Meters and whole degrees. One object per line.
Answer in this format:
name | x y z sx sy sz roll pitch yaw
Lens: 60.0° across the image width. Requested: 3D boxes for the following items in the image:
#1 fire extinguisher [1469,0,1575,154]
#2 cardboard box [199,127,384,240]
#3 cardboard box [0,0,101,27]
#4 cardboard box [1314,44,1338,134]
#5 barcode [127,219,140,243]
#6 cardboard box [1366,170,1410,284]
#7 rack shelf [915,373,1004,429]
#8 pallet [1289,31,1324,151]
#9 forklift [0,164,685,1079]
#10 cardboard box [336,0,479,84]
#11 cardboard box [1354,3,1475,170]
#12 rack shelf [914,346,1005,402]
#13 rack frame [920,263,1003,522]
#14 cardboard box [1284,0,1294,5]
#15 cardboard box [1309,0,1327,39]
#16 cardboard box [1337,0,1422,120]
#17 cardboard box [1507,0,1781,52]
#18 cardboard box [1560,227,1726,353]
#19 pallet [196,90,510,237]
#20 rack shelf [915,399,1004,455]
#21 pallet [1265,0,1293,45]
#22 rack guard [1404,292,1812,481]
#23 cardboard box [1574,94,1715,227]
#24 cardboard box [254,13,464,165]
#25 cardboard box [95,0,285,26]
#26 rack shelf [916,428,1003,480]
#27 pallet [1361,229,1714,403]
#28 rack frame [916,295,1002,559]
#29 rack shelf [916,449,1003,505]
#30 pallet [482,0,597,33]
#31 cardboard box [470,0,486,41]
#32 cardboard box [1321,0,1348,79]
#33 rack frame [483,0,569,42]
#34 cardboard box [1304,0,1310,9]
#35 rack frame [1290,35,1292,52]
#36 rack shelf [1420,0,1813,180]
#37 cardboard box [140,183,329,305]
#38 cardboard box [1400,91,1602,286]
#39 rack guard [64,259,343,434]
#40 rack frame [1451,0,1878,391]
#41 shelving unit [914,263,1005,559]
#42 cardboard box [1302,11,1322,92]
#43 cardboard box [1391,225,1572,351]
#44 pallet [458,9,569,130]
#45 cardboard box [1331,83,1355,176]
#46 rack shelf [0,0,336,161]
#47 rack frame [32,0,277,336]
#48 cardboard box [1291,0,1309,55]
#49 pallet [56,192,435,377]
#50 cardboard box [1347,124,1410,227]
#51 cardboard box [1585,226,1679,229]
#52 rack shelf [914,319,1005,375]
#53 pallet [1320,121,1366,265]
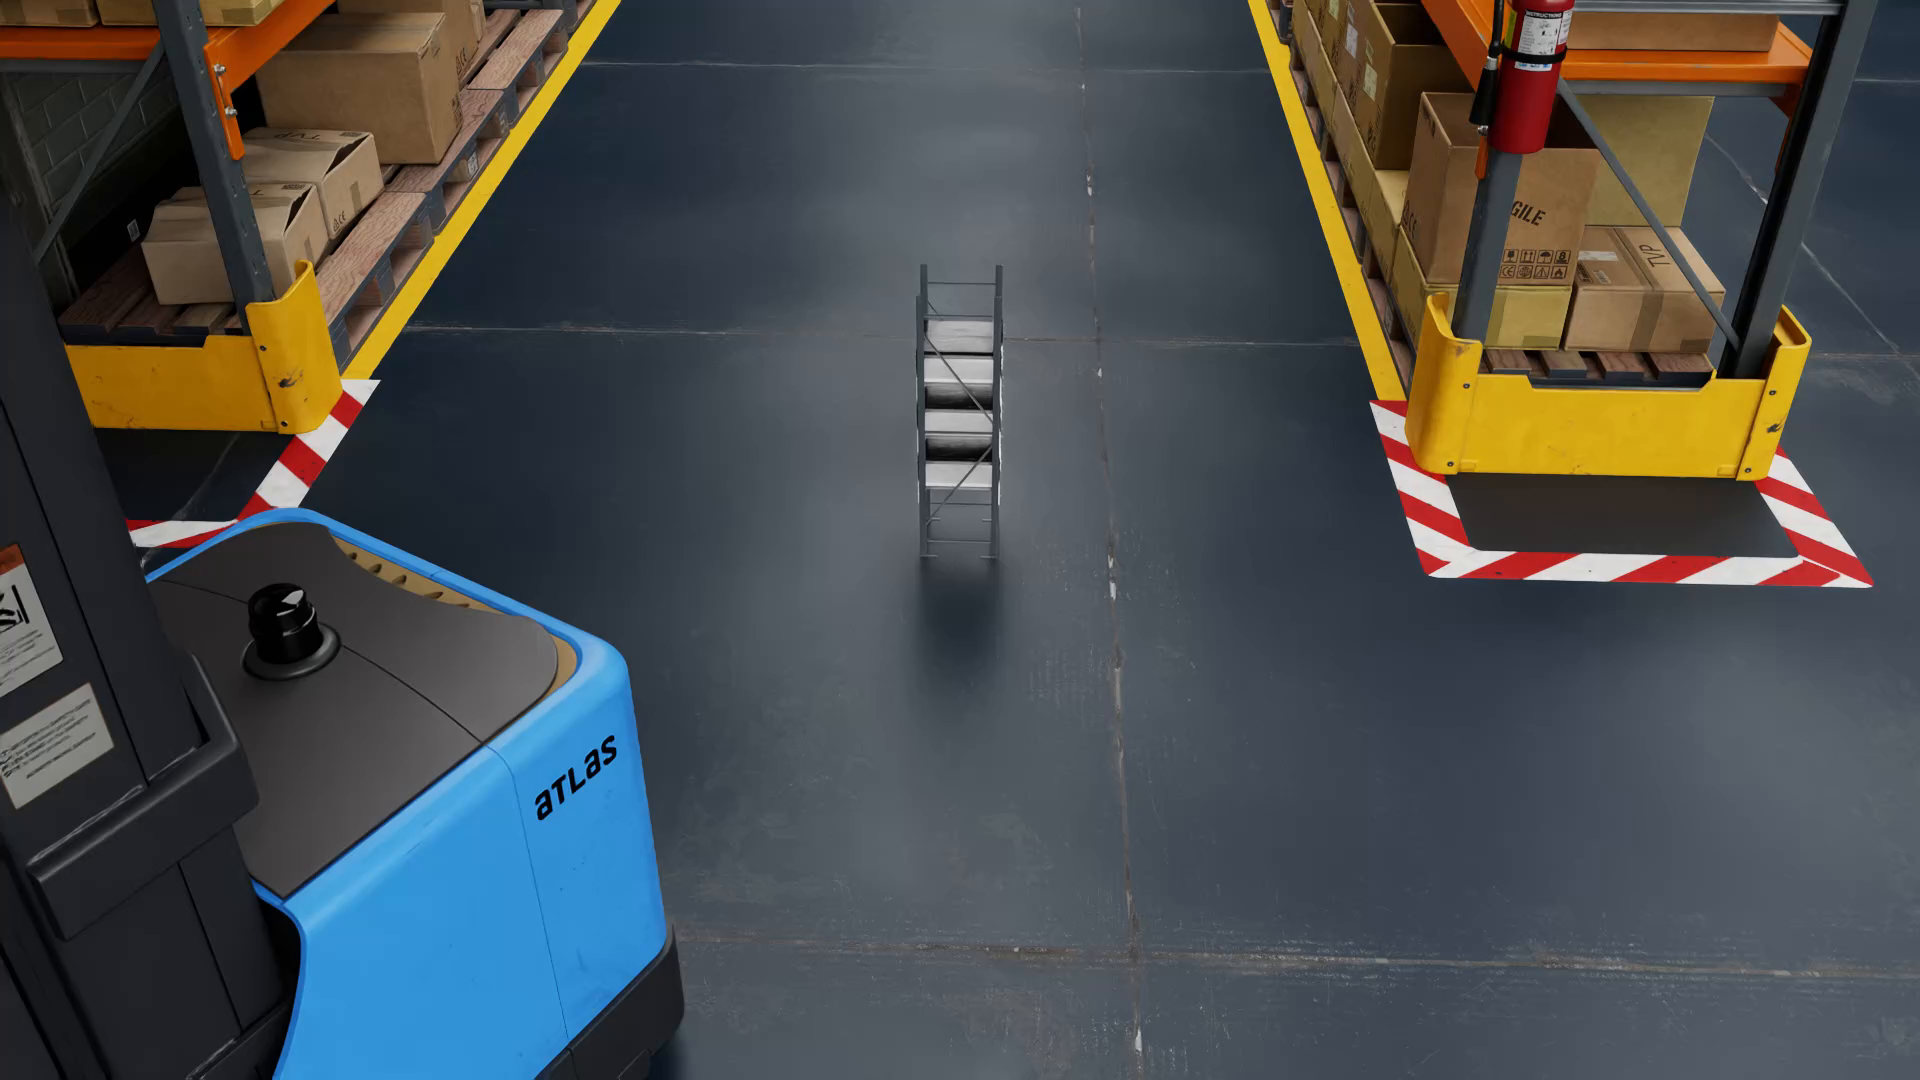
fire extinguisher | 1.661 -1.461 4.787 0.296 0.674 0.183 1 35 2
cardboard box | -2.679 -1.465 6.681 0.500 0.311 0.500 4 35 6
cardboard box | -2.995 -1.882 5.432 0.500 0.250 0.500 2 35 3
cardboard box | 1.918 -2.061 7.600 0.500 0.250 0.500 1 35 2
barcode | -3.101 -1.161 6.241 0.001 0.075 0.075 1 35 2
cardboard box | 1.864 -1.199 6.373 0.500 0.250 0.500 1 35 2
rack shelf | 0.000 -0.419 4.965 0.258 0.077 0.200 1 35 2
pallet | 2.217 -2.251 8.269 1.003 0.211 1.213 1 35 2
forklift | -1.818 0.451 2.059 1.130 2.935 3.031 20 40 26
cardboard box | -2.661 -2.520 8.019 0.500 0.500 0.500 -1 35 -2
cardboard box | 1.879 -1.793 6.567 0.500 0.500 0.500 1 35 2
rack shelf | 0.000 -0.493 4.914 0.258 0.077 0.200 1 35 2
rack frame | 0.004 -0.431 5.081 0.240 0.900 0.006 1 35 2
cardboard box | 2.017 -3.140 9.135 0.500 0.250 0.500 1 35 1
cardboard box | 1.947 -2.655 7.793 0.500 0.500 0.500 1 35 2
cardboard box | 1.901 -2.080 6.975 0.500 0.500 0.500 1 35 2
cardboard box | 2.161 -1.859 5.199 0.700 0.500 0.500 1 35 2
cardboard box | 2.374 -0.899 5.947 0.500 0.250 0.500 1 35 2
pallet | -2.697 -1.730 7.528 1.003 0.211 1.213 1 35 2
rack shelf | 0.000 -0.346 5.017 0.258 0.077 0.200 1 35 2
pallet | 2.281 -3.131 9.522 1.003 0.211 1.213 1 35 2
rack guard | 2.129 -0.513 5.545 1.175 0.500 0.348 1 35 2
cardboard box | 2.392 -1.494 6.140 0.500 0.500 0.500 1 35 2
cardboard box | -2.600 -1.963 7.225 0.700 0.500 0.500 -1 35 -1
cardboard box | -2.483 -1.882 5.432 0.500 0.250 0.500 0 35 1
rack shelf | 0.000 -0.272 5.069 0.258 0.077 0.200 1 35 2
pallet | 2.119 -0.849 6.275 1.003 0.211 1.213 1 35 2
rack frame | -0.004 -0.314 4.915 0.240 0.900 0.006 1 35 2
rack shelf | 0.000 -0.198 5.121 0.258 0.077 0.200 1 35 2
pallet | -2.630 -3.267 9.714 1.003 0.211 1.213 1 35 2
cardboard box | -2.651 -2.673 8.526 0.380 0.166 0.250 -3 35 -4
cardboard box | 1.919 -2.368 7.384 0.500 0.500 0.500 1 35 2
rack frame | -2.659 -3.960 8.276 1.000 3.000 0.127 1 35 2
cardboard box | 1.959 -2.942 8.202 0.500 0.500 0.500 1 35 2
rack frame | 2.290 -3.848 8.116 1.000 3.000 0.127 1 35 2
rack shelf | 2.210 -2.404 6.688 1.077 0.370 4.000 1 35 2
cardboard box | -2.702 -1.137 6.215 0.500 0.311 0.500 -2 35 -3
cardboard box | 1.854 -1.218 5.749 0.500 0.500 0.500 1 35 2
rack guard | -2.817 -0.683 5.787 1.175 0.500 0.348 1 35 2
rack frame | 2.130 -1.550 4.846 1.000 3.000 0.127 1 35 2
shelving unit | 0.000 -0.373 4.998 0.258 0.900 0.210 1 35 2
cardboard box | 1.944 -2.348 8.008 0.500 0.250 0.500 1 35 2
cardboard box | 1.856 -0.911 5.964 0.500 0.250 0.500 1 35 2
pallet | -2.651 -2.433 8.528 1.003 0.211 1.213 1 35 2
cardboard box | 1.904 -1.774 7.191 0.500 0.250 0.500 1 35 2
rack shelf | -2.740 -2.517 6.848 1.077 0.370 4.000 1 35 2
rack frame | -2.820 -1.662 5.006 1.000 3.000 0.127 1 35 2
cardboard box | 1.969 -2.635 8.417 0.500 0.250 0.500 1 35 2
pallet | -2.749 -1.031 6.533 1.003 0.211 1.213 1 35 2
cardboard box | 1.882 -1.486 6.782 0.500 0.250 0.500 1 35 2
cardboard box | 2.390 -1.187 6.356 0.500 0.250 0.500 1 35 2
rack shelf | 0.000 -0.566 4.862 0.258 0.077 0.200 1 35 2
pallet | 2.170 -1.548 7.269 1.003 0.211 1.213 1 35 2
